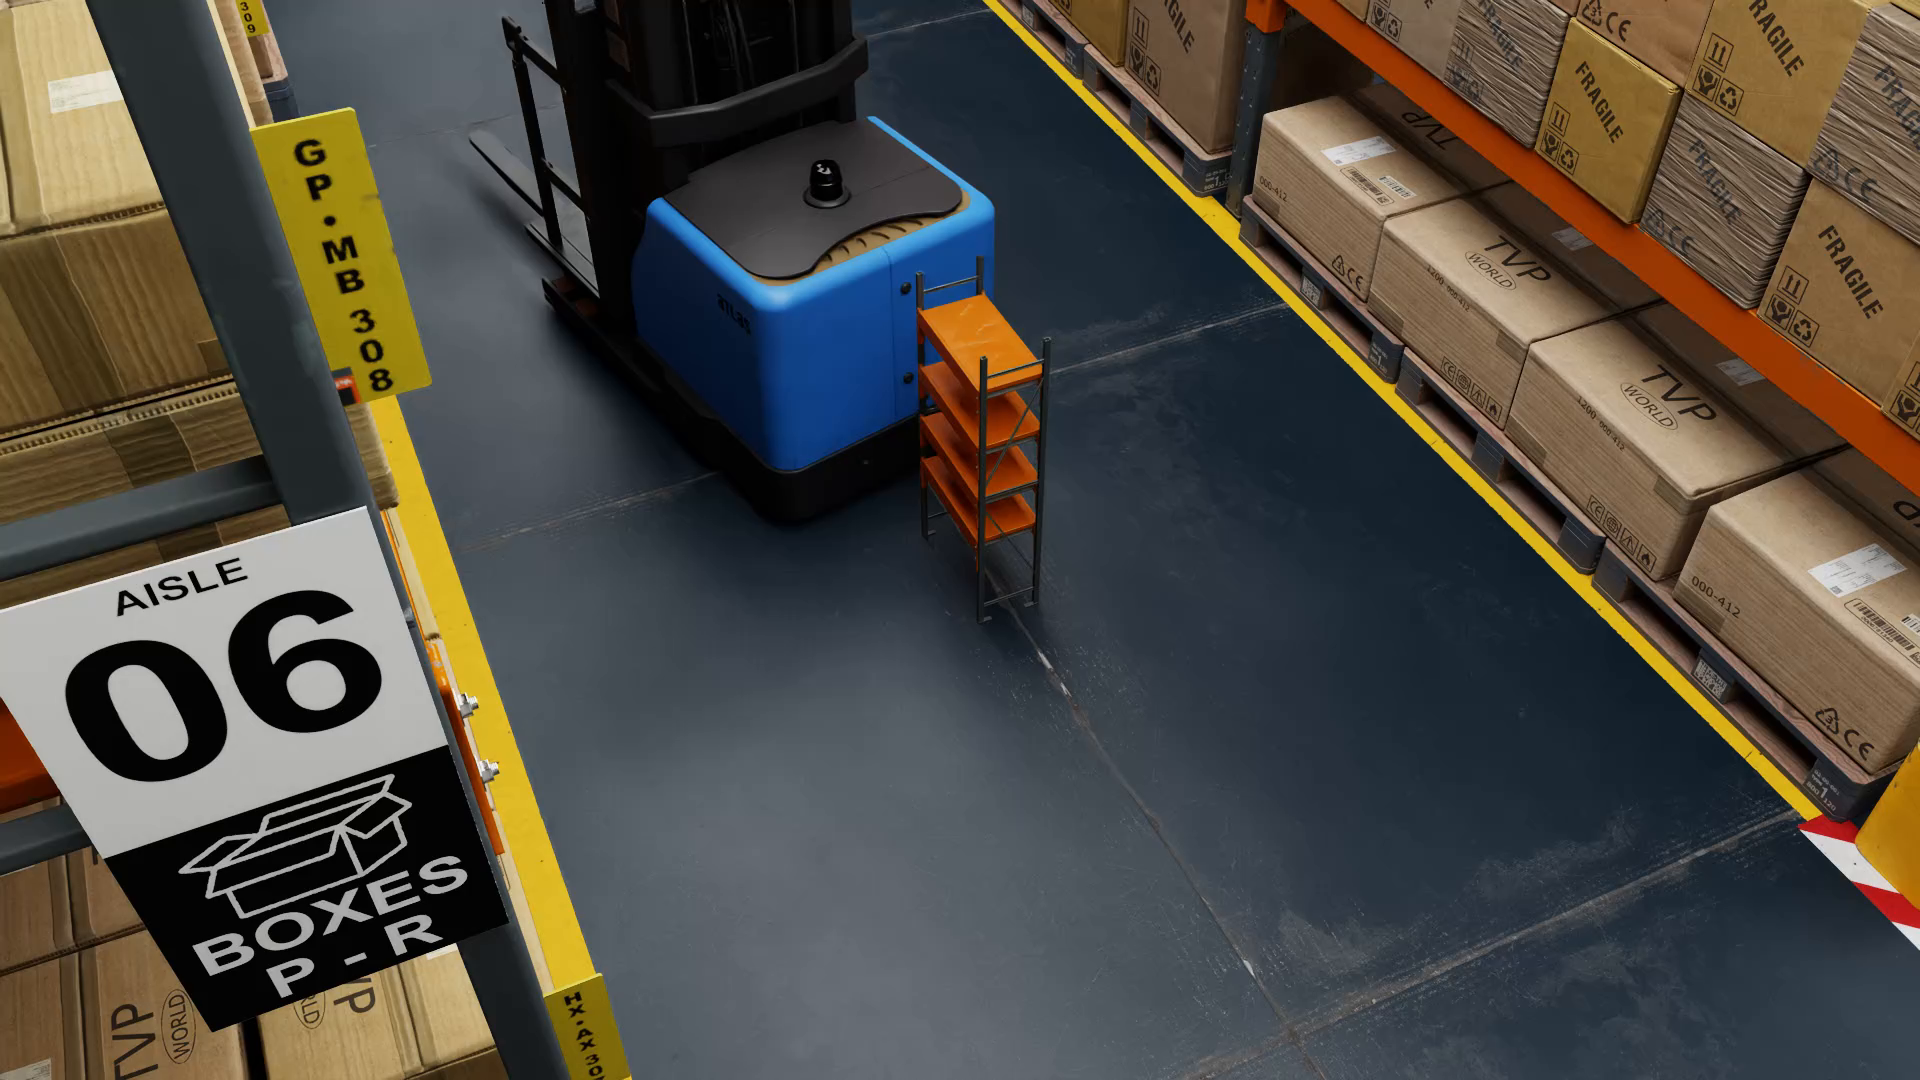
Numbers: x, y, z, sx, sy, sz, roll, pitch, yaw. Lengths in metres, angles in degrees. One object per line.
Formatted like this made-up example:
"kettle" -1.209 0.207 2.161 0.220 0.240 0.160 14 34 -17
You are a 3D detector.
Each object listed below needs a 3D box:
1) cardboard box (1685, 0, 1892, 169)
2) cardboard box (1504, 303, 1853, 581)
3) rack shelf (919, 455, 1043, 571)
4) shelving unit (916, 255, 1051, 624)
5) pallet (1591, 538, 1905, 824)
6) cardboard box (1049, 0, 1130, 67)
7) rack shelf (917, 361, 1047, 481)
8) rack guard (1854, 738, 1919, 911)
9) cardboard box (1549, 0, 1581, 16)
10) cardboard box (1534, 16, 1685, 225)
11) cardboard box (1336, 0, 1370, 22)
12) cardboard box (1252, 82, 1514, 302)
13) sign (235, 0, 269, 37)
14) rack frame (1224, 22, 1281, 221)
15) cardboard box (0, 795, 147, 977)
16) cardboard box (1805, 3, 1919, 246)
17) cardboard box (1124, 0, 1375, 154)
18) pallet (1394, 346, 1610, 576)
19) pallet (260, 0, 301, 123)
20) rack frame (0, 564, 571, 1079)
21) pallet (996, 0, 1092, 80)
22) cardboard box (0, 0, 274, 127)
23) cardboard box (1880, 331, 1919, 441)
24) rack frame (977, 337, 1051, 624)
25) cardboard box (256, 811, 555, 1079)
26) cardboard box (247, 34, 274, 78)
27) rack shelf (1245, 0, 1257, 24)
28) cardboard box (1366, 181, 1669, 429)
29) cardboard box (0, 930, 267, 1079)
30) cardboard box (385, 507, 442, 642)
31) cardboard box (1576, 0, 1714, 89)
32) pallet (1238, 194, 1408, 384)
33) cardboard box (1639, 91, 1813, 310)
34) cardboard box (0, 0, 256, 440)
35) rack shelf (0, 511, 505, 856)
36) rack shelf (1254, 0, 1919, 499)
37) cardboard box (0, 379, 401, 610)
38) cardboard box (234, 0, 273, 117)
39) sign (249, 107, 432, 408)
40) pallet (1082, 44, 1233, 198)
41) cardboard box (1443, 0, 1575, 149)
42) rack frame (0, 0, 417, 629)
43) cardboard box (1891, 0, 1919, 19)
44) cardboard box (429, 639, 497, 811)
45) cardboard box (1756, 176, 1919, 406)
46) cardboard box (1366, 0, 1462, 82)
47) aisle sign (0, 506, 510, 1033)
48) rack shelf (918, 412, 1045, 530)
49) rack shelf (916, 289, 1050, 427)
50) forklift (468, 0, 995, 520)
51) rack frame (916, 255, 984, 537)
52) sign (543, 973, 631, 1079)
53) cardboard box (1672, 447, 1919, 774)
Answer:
"cardboard box" 2.537 -1.465 4.816 0.500 0.500 0.500 -18 47 -18
"cardboard box" 2.647 -0.405 6.050 0.875 0.438 0.875 -17 47 -16
"rack shelf" 0.070 -0.132 5.908 0.258 0.148 0.480 -18 47 -17
"shelving unit" 0.070 -0.322 5.722 0.258 1.200 0.503 -18 47 -17
"pallet" 3.000 0.311 5.785 1.003 0.211 1.213 -18 47 -17
"cardboard box" 1.006 -3.083 8.452 0.875 0.875 0.875 -17 47 -16
"rack shelf" 0.070 -0.433 5.612 0.258 0.148 0.480 -18 47 -17
"rack guard" 3.418 0.709 5.175 1.175 0.500 0.348 -18 47 -17
"cardboard box" 2.118 -2.108 5.467 0.500 0.500 0.500 -17 47 -17
"cardboard box" 2.313 -1.435 5.497 0.500 0.500 0.500 -17 47 -16
"cardboard box" 1.685 -2.404 6.479 0.500 0.500 0.500 -17 47 -16
"cardboard box" 1.892 -1.550 7.211 0.875 0.438 0.875 -19 48 -18
"sign" -2.287 -1.750 5.271 0.100 0.325 0.005 -18 47 -17
"rack frame" 1.726 -2.745 6.896 1.000 3.000 0.127 -18 47 -17
"cardboard box" -1.744 0.676 3.324 0.500 0.250 0.500 -18 47 -17
"cardboard box" 2.742 -1.148 4.495 0.500 0.500 0.500 -18 47 -17
"cardboard box" 1.392 -2.509 7.871 0.875 0.875 0.875 -17 47 -16
"pallet" 2.491 -0.466 6.572 1.003 0.211 1.213 -18 47 -17
"pallet" -3.013 -1.750 6.024 1.003 0.211 1.213 -18 47 -17
"rack frame" -1.094 1.273 2.825 1.000 3.000 0.127 -18 47 -17
"pallet" 0.816 -3.000 9.140 1.003 0.211 1.213 -18 47 -17
"cardboard box" -1.250 -0.712 2.239 0.500 0.250 0.500 -18 47 -18
"cardboard box" 2.965 -0.460 4.510 0.500 0.500 0.500 -18 47 -17
"rack frame" 0.172 -0.166 5.564 0.240 1.200 0.015 -18 47 -17
"cardboard box" -1.041 0.851 3.146 0.500 0.250 0.500 -18 47 -17
"cardboard box" -2.777 -1.836 5.605 0.700 0.500 0.500 -17 47 -16
"rack shelf" 0.885 -3.763 8.440 1.077 0.370 4.000 -18 47 -17
"cardboard box" 2.269 -0.980 6.633 0.875 0.438 0.875 -19 48 -19
"cardboard box" -1.529 1.005 2.990 0.500 0.250 0.500 -17 47 -16
"cardboard box" -1.469 0.208 3.798 0.500 0.250 0.500 -19 48 -18
"cardboard box" 2.328 -1.786 5.141 0.500 0.500 0.500 -18 47 -18
"pallet" 1.974 -1.244 7.361 1.003 0.211 1.213 -18 47 -17
"cardboard box" 2.542 -1.110 5.168 0.500 0.500 0.500 -17 47 -16
"cardboard box" -1.053 -0.382 1.905 0.500 0.250 0.500 -19 48 -18
"rack shelf" -1.935 -0.814 3.315 1.077 0.370 4.000 -18 47 -17
"rack shelf" 2.567 -1.214 5.857 1.077 0.370 4.000 -18 47 -17
"cardboard box" -1.033 -0.211 2.088 0.500 0.250 0.500 -19 48 -18
"cardboard box" -1.469 -0.859 2.744 0.500 0.250 0.500 -19 48 -19
"sign" -0.602 -0.267 1.627 0.100 0.325 0.005 -18 47 -17
"pallet" 1.333 -2.221 8.351 1.003 0.211 1.213 -18 47 -17
"cardboard box" 2.097 -1.763 5.830 0.500 0.500 0.500 -18 47 -17
"rack frame" -1.094 -0.863 0.717 1.000 3.000 0.127 -18 47 -17
"cardboard box" 2.693 -1.455 4.344 0.380 0.149 0.250 -17 47 -17
"cardboard box" -1.253 0.530 3.472 0.500 0.250 0.500 -18 47 -17
"cardboard box" 2.767 -0.785 4.838 0.500 0.500 0.500 -19 48 -18
"cardboard box" 1.893 -2.082 6.153 0.500 0.500 0.500 -18 47 -17
"aisle sign" -0.799 0.304 1.955 0.394 0.787 0.004 -18 47 -17
"rack shelf" 0.070 -0.274 5.769 0.258 0.148 0.480 -18 47 -17
"rack shelf" 0.070 -0.601 5.446 0.258 0.148 0.480 -18 47 -17
"forklift" -1.149 -2.104 6.295 1.130 2.935 3.031 -28 51 -26
"rack frame" -0.033 -0.477 5.879 0.240 1.200 0.015 -18 47 -17
"sign" -0.602 0.804 2.683 0.100 0.325 0.005 -18 47 -17
"cardboard box" 3.039 0.176 5.461 0.875 0.438 0.875 -20 48 -19
